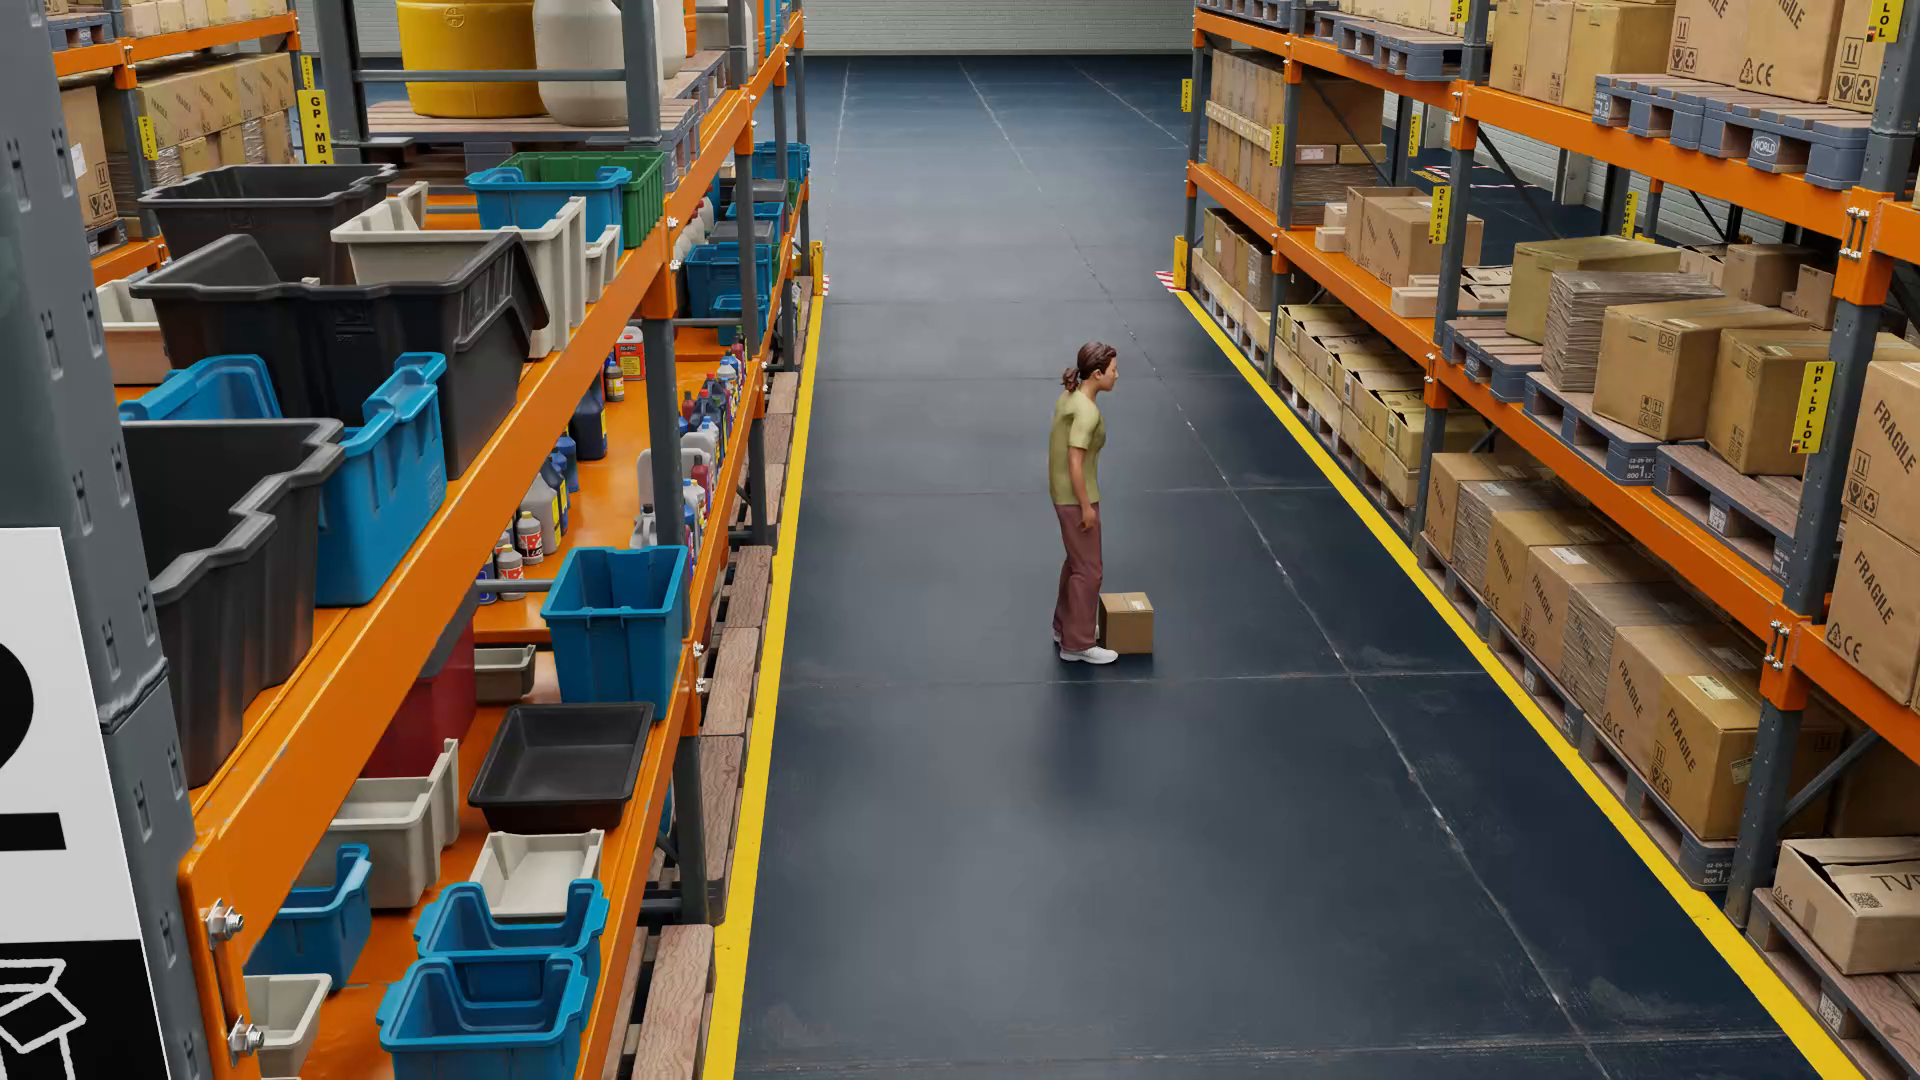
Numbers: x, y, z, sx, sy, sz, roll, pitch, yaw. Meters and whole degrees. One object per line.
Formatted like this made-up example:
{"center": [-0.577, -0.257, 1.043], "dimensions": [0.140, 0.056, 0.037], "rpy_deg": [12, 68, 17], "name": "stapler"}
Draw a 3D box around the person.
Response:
{"center": [0.639, -0.209, 8.640], "dimensions": [0.360, 1.672, 0.497], "rpy_deg": [-1, 21, -3], "name": "person"}
